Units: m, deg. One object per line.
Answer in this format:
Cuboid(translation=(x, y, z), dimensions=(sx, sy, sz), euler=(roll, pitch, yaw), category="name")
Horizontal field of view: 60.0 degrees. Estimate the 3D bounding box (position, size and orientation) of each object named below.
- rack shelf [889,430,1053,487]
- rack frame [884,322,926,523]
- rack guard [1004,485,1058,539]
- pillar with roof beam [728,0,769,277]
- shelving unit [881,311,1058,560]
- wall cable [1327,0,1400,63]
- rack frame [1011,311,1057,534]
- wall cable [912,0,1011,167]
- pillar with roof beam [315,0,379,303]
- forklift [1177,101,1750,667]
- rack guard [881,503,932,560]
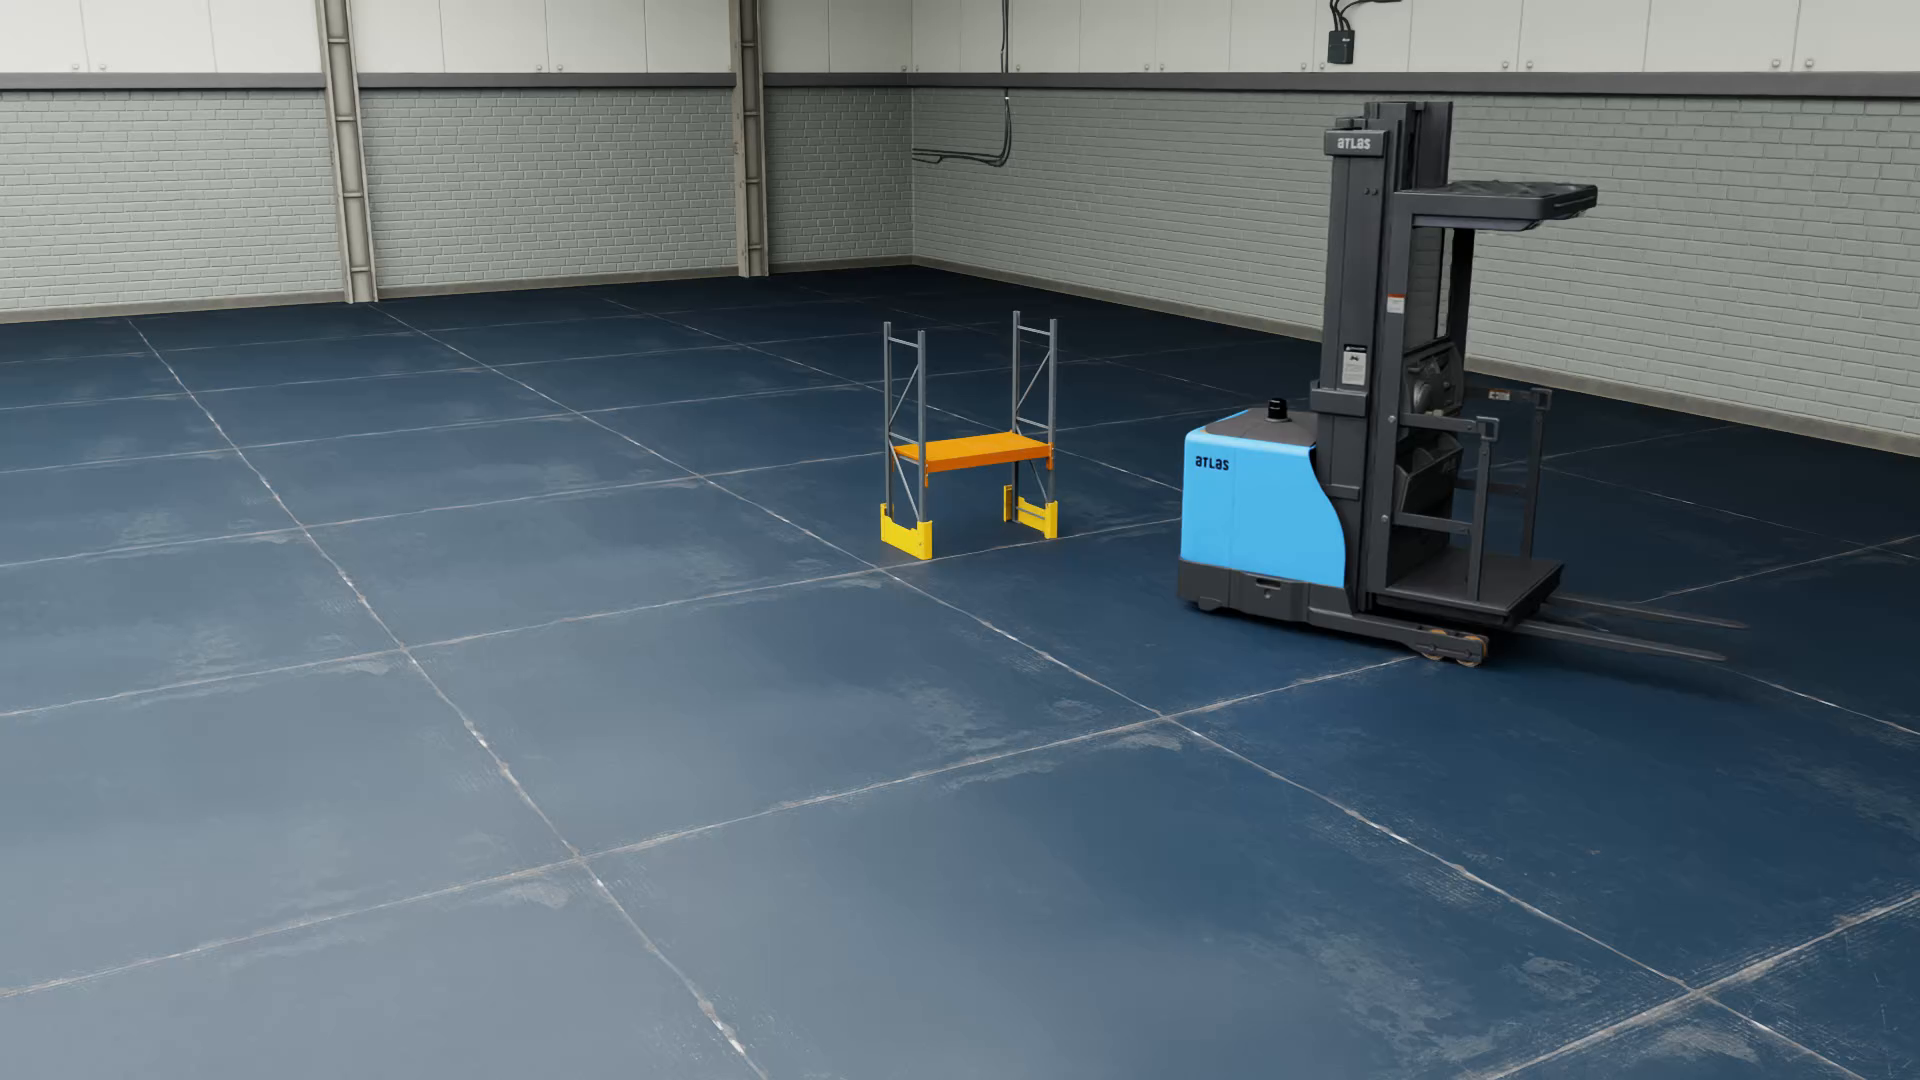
Cuboid(translation=(0.073, -0.561, 11.298), dimensions=(1.000, 0.185, 0.538), euler=(-9, 18, -30), category="rack shelf")
Cuboid(translation=(-0.363, -0.663, 10.998), dimensions=(0.032, 1.500, 0.500), euler=(-9, 18, -30), category="rack frame")
Cuboid(translation=(0.492, -0.200, 11.661), dimensions=(0.087, 0.250, 0.587), euler=(-9, 18, -30), category="rack guard")
Cuboid(translation=(-1.055, -7.528, 21.593), dimensions=(0.400, 9.000, 9.100), euler=(-9, 18, -30), category="pillar with roof beam")
Cuboid(translation=(0.065, -0.733, 11.245), dimensions=(1.083, 1.500, 0.587), euler=(-9, 18, -30), category="shelving unit")
Cuboid(translation=(4.810, -8.067, 17.213), dimensions=(0.169, 6.003, 2.305), euler=(-9, 18, -30), category="wall cable")
Cuboid(translation=(0.509, -0.805, 11.502), dimensions=(0.032, 1.500, 0.500), euler=(-9, 18, -30), category="rack frame")
Cuboid(translation=(-0.066, -7.132, 25.935), dimensions=(0.112, 2.526, 3.097), euler=(-9, 18, -30), category="wall cable")
Cuboid(translation=(-6.198, -6.694, 18.618), dimensions=(0.400, 9.000, 9.100), euler=(-9, 18, -30), category="pillar with roof beam")
Cuboid(translation=(2.805, -0.890, 9.154), dimensions=(3.031, 2.935, 1.130), euler=(10, 19, 33), category="forklift")
Cuboid(translation=(-0.362, -0.062, 11.167), dimensions=(0.087, 0.250, 0.587), euler=(-9, 18, -30), category="rack guard")
